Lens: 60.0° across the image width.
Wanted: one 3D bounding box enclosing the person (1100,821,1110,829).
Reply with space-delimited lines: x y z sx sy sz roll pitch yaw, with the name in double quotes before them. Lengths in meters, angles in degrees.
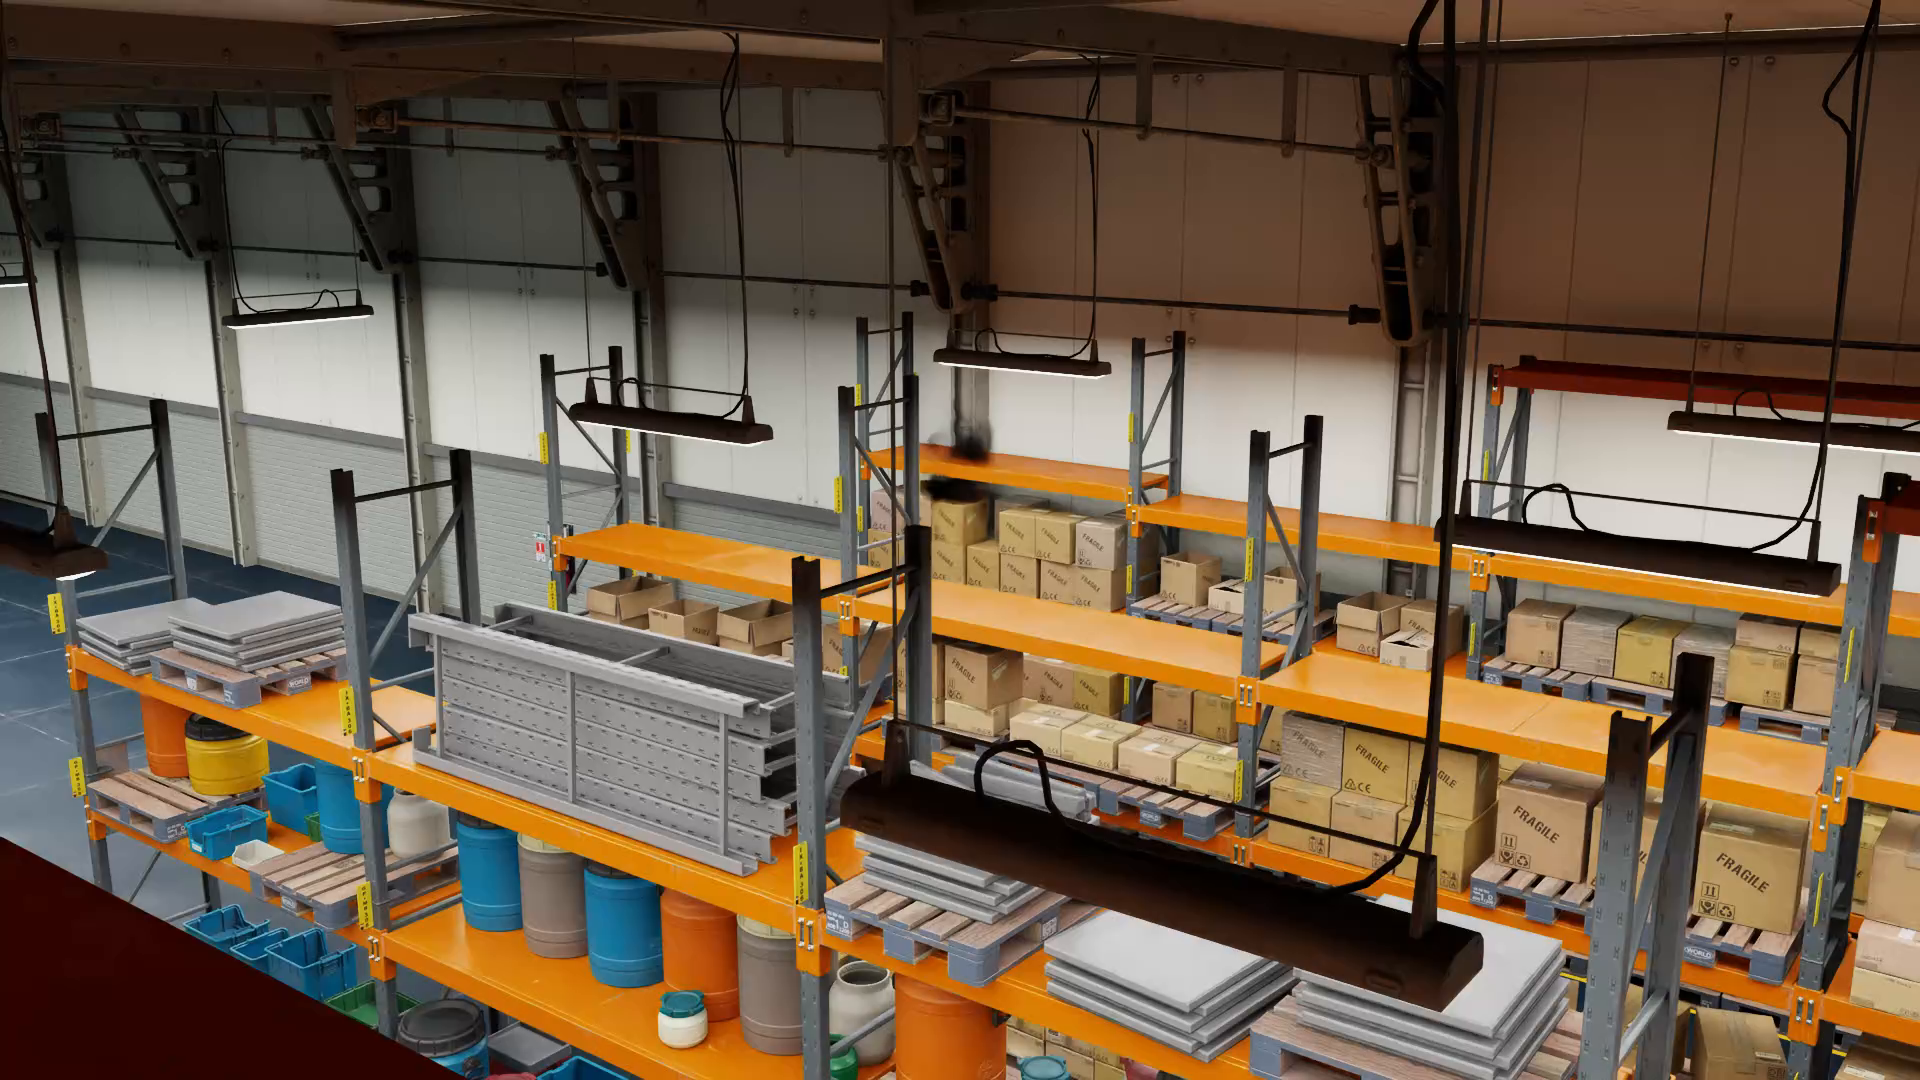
"person" 1.384 3.510 16.733 0.545 1.554 0.536 6 14 24
